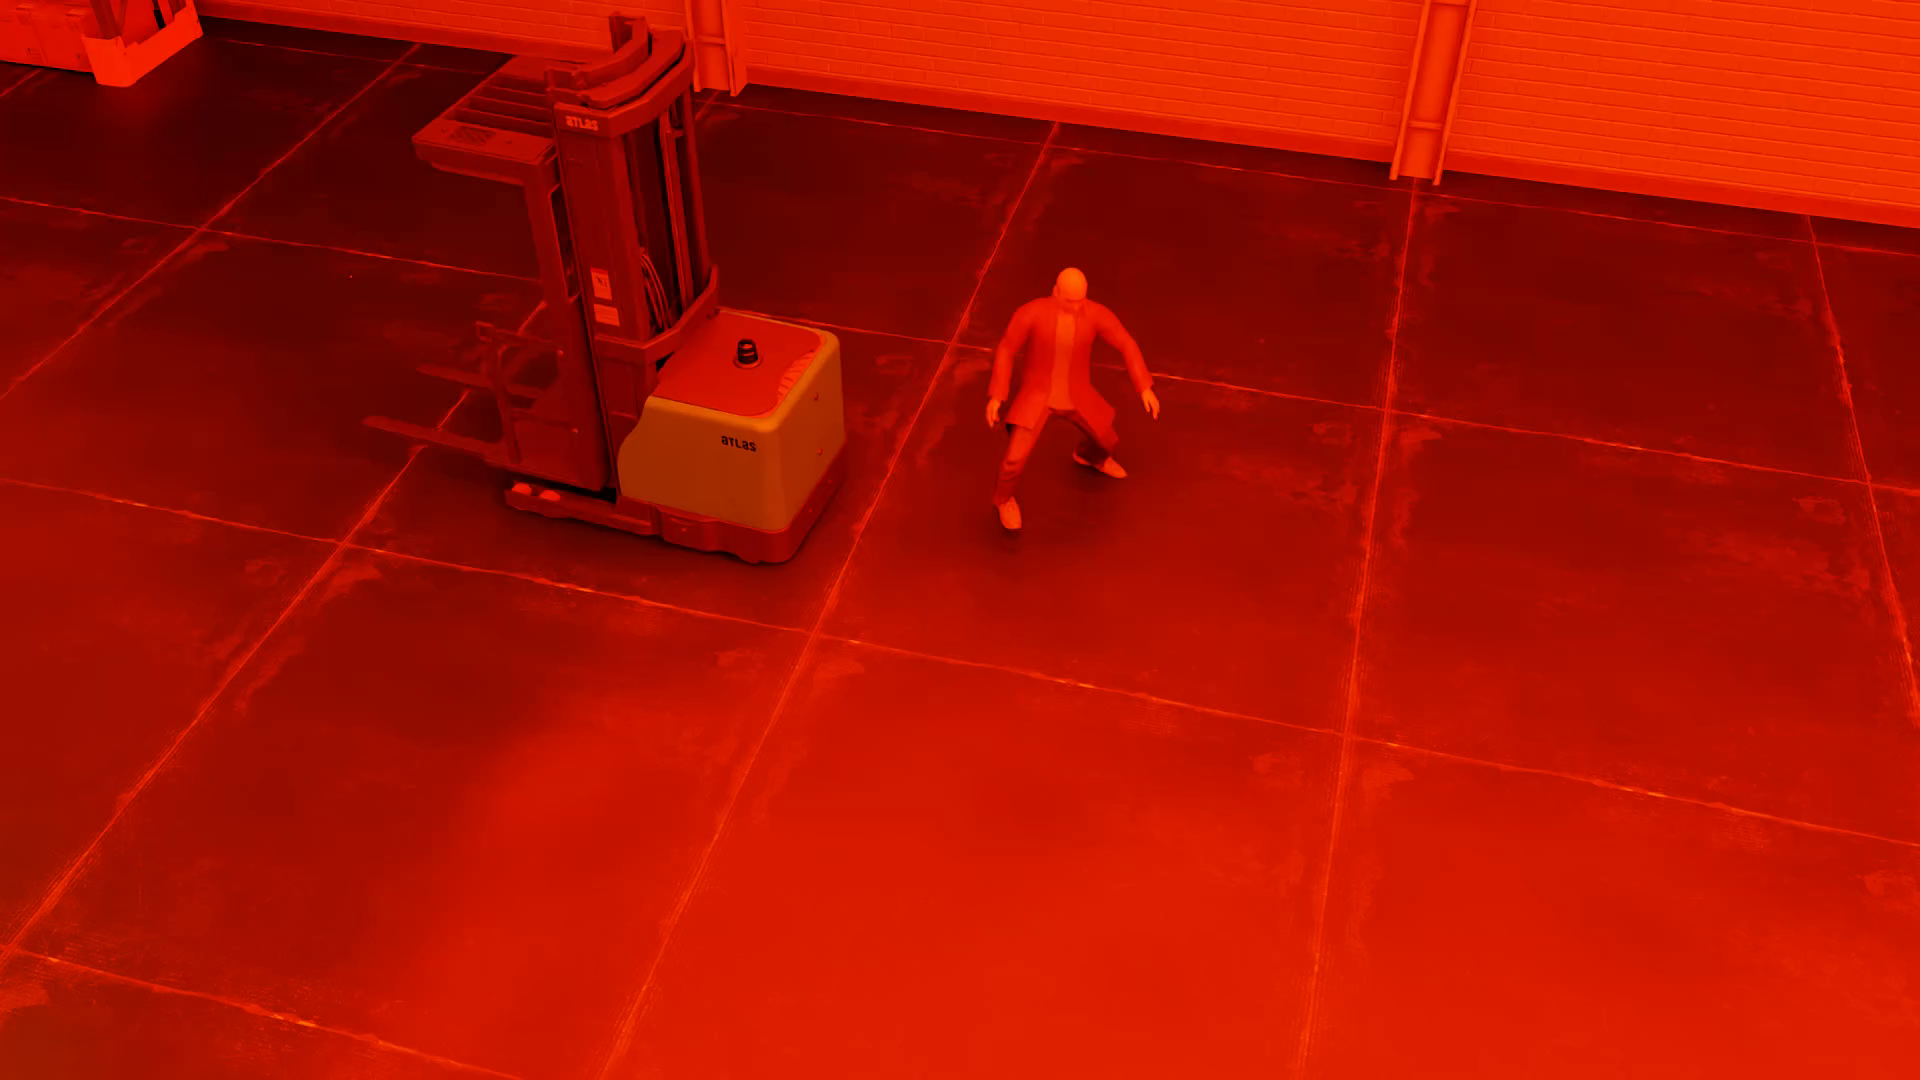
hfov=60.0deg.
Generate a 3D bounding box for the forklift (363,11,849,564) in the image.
[{"bbox_3d":[-2.273,-1.554,9.635,3.031,2.935,1.130,13,43,15],"label":"forklift"}]

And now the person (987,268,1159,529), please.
[{"bbox_3d":[0.643,-0.870,9.868,1.002,1.650,0.782,-4,41,-5],"label":"person"}]
